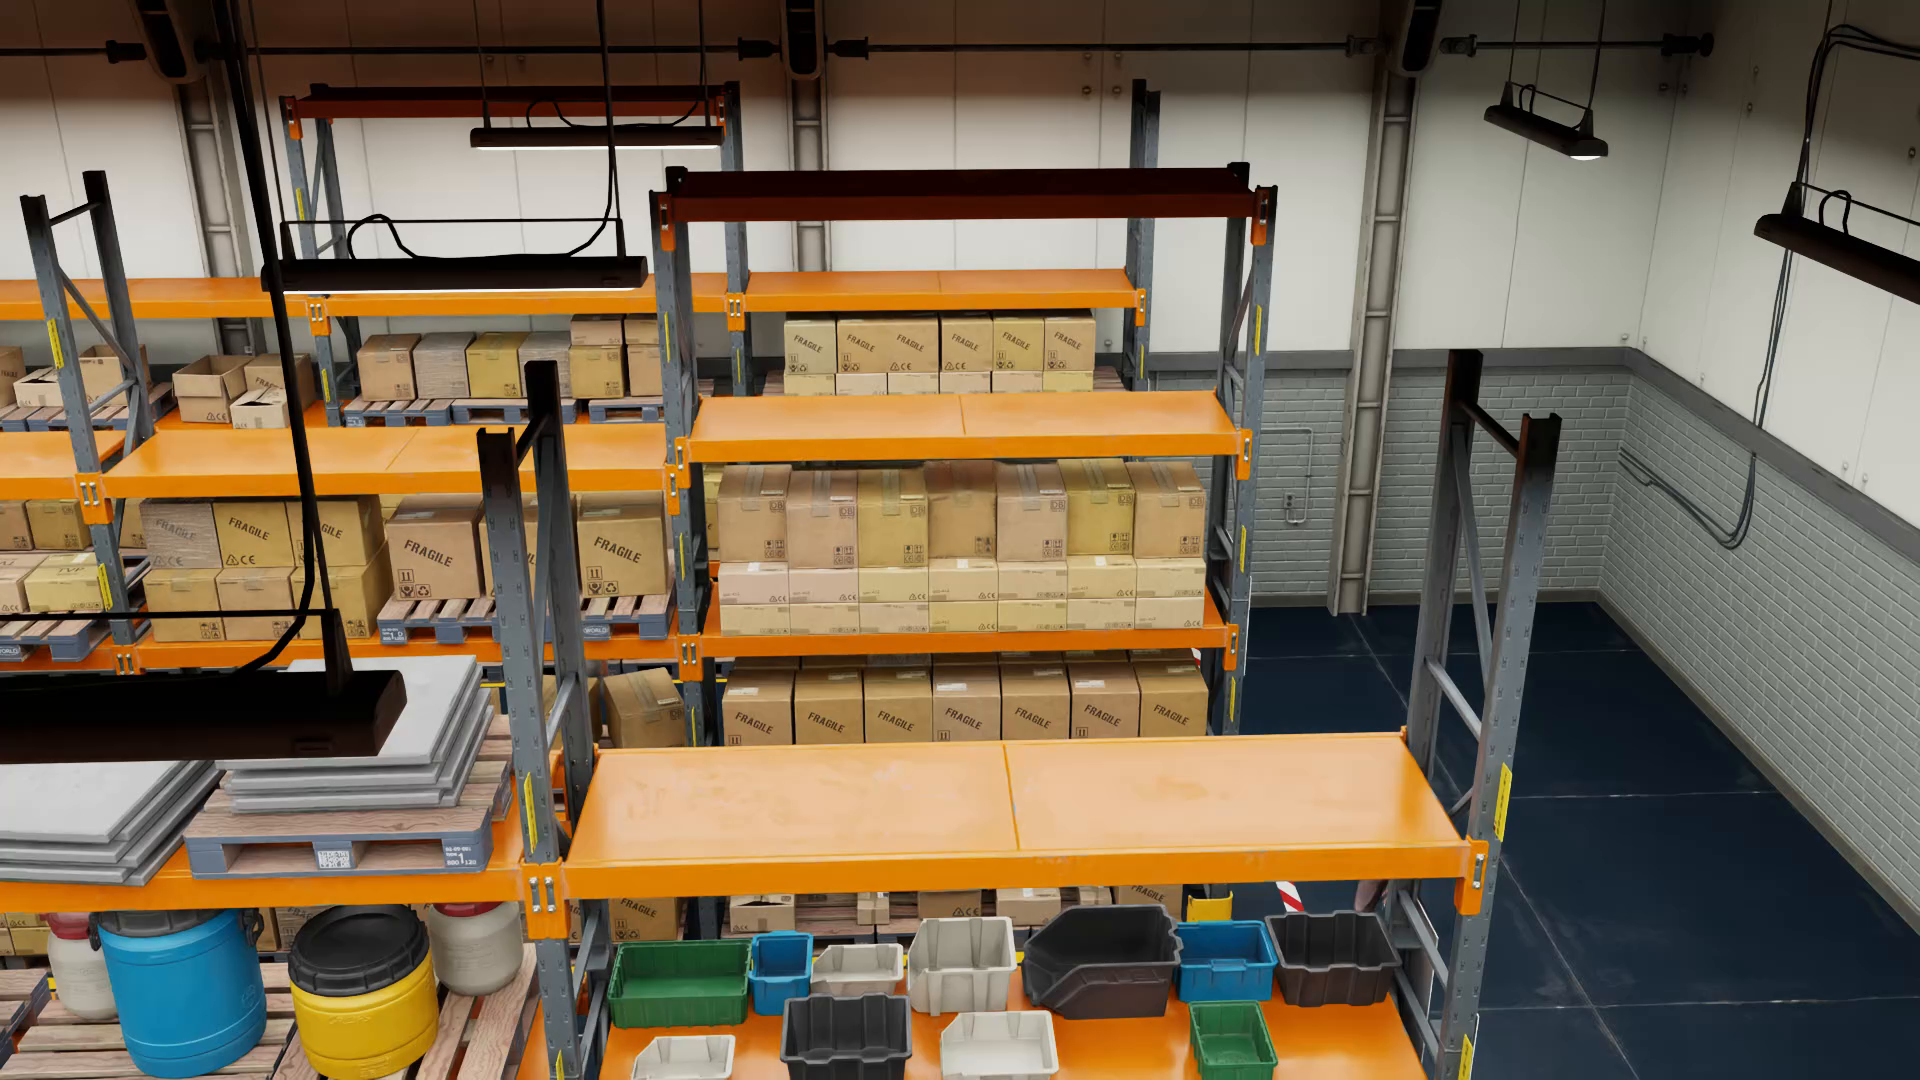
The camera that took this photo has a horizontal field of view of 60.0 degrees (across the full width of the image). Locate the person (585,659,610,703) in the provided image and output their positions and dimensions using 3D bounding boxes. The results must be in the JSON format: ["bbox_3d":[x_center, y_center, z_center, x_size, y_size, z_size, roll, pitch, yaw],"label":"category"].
[{"bbox_3d":[-3.686,1.172,16.108,1.094,1.587,0.424,-8,24,-19],"label":"person"}]

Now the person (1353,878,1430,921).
[{"bbox_3d":[3.280,2.517,12.678,0.539,1.654,1.103,21,30,41],"label":"person"}]
